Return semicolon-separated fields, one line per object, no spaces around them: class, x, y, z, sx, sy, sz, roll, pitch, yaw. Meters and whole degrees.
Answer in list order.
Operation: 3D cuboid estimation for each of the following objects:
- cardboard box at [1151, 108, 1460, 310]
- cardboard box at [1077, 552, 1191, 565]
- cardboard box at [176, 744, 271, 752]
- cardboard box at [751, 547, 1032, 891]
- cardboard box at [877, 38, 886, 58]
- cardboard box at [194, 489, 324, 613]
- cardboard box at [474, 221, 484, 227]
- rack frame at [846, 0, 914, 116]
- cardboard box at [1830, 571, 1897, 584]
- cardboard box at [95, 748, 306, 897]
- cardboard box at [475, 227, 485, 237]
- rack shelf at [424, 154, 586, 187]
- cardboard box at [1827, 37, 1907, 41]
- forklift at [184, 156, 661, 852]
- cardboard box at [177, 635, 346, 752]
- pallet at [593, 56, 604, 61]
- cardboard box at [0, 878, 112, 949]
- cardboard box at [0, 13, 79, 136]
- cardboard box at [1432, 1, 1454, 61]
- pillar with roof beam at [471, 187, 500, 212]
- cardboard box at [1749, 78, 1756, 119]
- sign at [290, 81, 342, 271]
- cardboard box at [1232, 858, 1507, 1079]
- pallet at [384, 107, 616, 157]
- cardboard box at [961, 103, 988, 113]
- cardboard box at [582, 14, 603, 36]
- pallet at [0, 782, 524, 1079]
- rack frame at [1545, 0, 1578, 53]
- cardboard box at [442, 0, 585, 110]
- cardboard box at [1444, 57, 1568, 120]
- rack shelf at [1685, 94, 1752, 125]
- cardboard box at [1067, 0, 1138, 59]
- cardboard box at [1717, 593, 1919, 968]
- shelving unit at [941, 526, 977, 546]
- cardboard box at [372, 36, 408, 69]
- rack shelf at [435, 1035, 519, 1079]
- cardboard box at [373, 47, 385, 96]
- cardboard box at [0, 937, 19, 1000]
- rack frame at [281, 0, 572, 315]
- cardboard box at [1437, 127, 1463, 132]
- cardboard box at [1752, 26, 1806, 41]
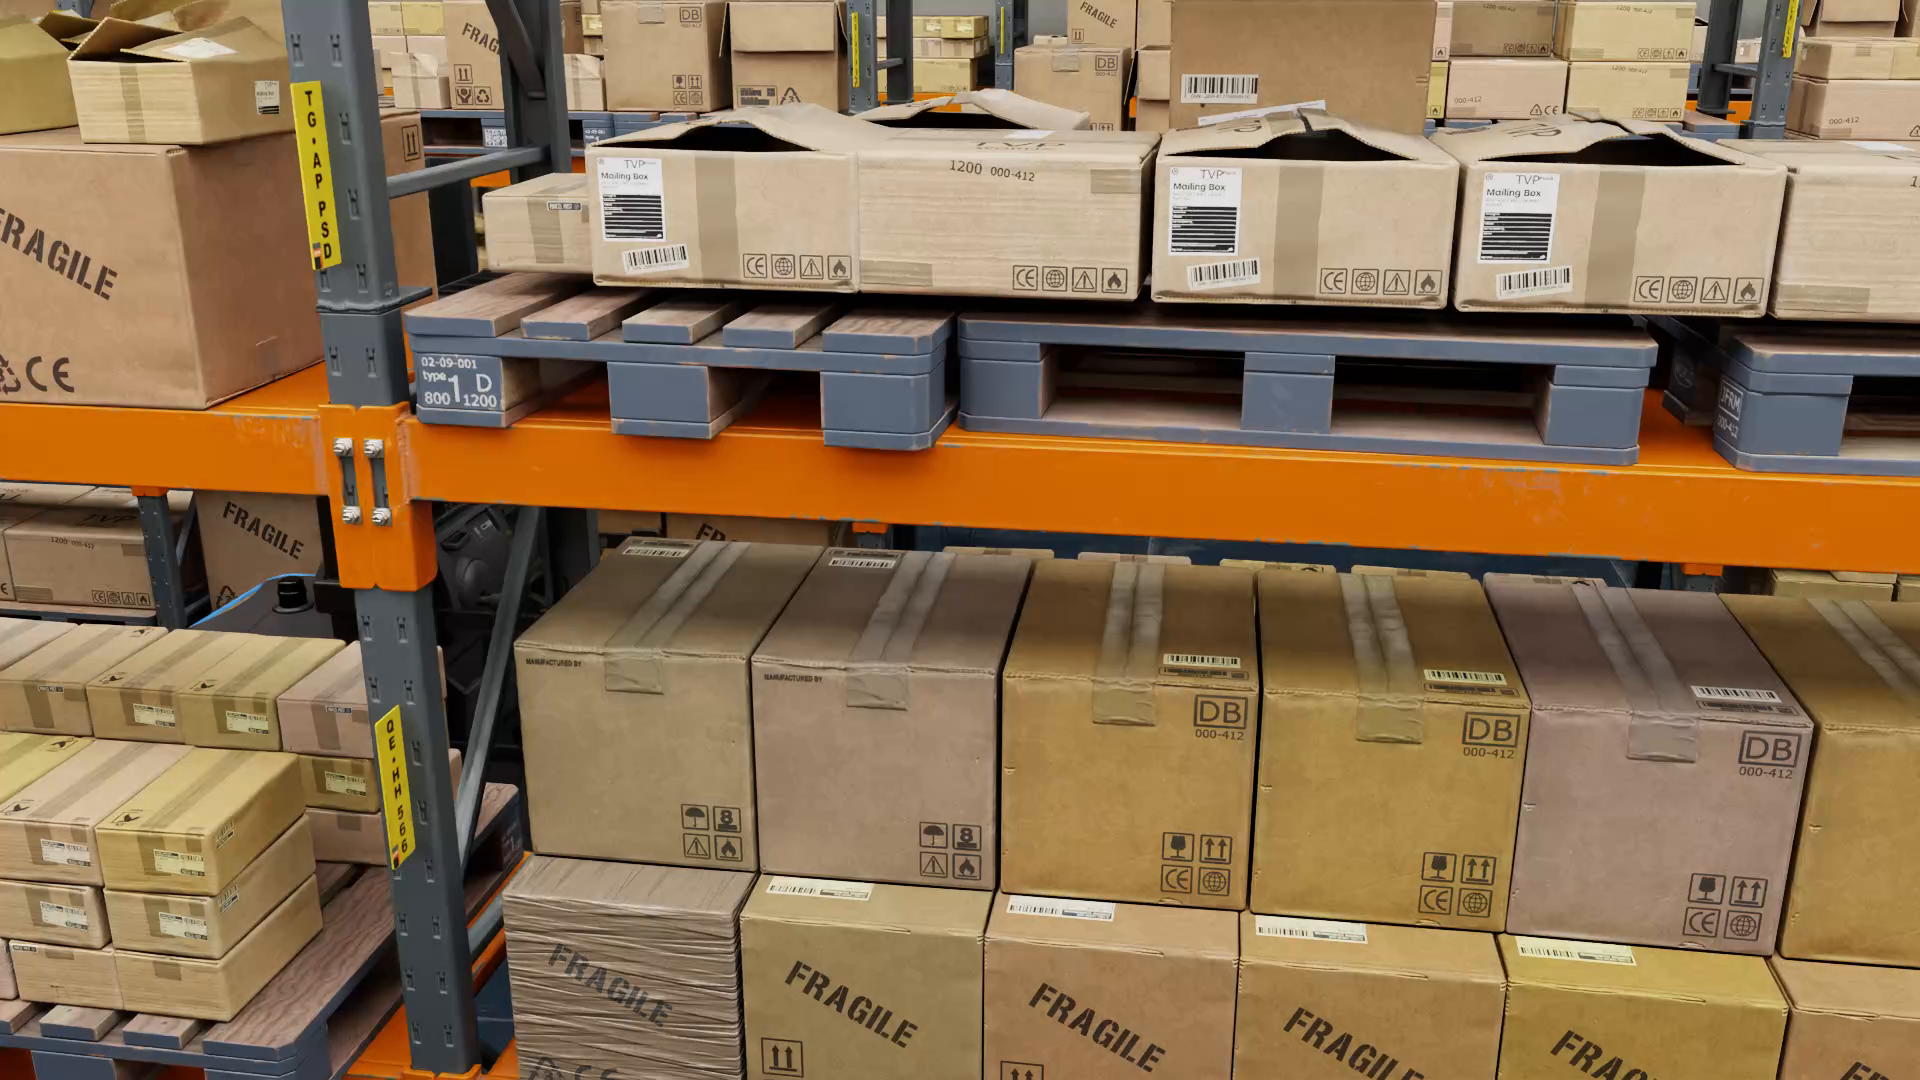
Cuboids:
cardboard box;0.614;-0.627;3.044;0.500;0.311;0.500;3;19;8
cardboard box;0.905;0.401;8.858;0.625;0.372;0.950;3;19;8
cardboard box;-1.781;0.522;4.281;0.250;0.149;0.380;4;19;11
cardboard box;-0.126;0.372;3.729;0.500;0.500;0.700;3;19;8
cardboard box;-0.494;-3.791;12.787;0.250;0.149;0.380;3;19;10
cardboard box;-3.706;-0.099;9.559;0.875;0.875;0.875;4;19;10
cardboard box;-4.089;-2.488;13.780;0.500;0.250;0.500;3;19;10
rack frame;-0.382;-3.558;7.754;0.127;3.000;1.000;3;19;9
cardboard box;4.221;0.070;7.835;0.250;0.149;0.380;3;19;9
cardboard box;-1.624;0.600;3.579;0.250;0.149;0.380;2;19;6
cardboard box;-2.841;-1.436;9.135;0.500;0.500;0.500;3;19;10
rack shelf;-2.356;-1.895;8.645;4.000;0.370;1.077;3;19;9
cardboard box;4.184;-2.256;7.731;0.250;0.149;0.380;2;19;7
forklift;-1.695;-0.003;6.693;3.031;2.935;1.130;3;19;9
cardboard box;-1.758;0.384;4.223;0.250;0.149;0.380;2;19;7
pallet;-2.915;-3.748;13.346;1.003;0.211;1.213;3;19;9
cardboard box;-1.891;0.727;3.668;0.250;0.149;0.380;4;19;11
cardboard box;-2.016;-0.950;3.323;0.258;0.266;0.396;3;19;9
cardboard box;1.964;-2.333;7.607;0.500;0.250;0.500;3;19;10
pillar with roof beam;-4.775;-4.283;9.921;0.400;9.000;9.100;3;19;9
cardboard box;4.048;-2.066;7.790;0.500;0.250;0.500;3;19;8
sign;-1.155;-0.655;2.990;0.005;0.325;0.100;3;19;9
cardboard box;0.825;0.979;3.492;0.500;0.500;0.500;3;19;8
pallet;-2.130;-2.117;8.472;1.213;0.211;1.003;4;19;11
cardboard box;0.155;-1.989;8.006;0.258;0.266;0.396;3;19;9
cardboard box;-2.804;-3.991;12.883;0.250;0.149;0.380;3;19;8
pallet;-1.787;0.932;4.094;1.003;0.211;1.213;3;19;9
rack frame;4.351;-4.912;11.800;0.127;3.000;1.000;3;19;9
cardboard box;-2.168;-2.380;8.141;0.500;0.500;0.500;3;19;9
cardboard box;2.469;-2.073;7.618;0.500;0.250;0.500;3;19;9
rack shelf;6.326;-3.047;12.089;4.000;0.370;1.077;3;19;9
cardboard box;1.079;-3.872;12.442;0.500;0.500;0.500;3;19;9
cardboard box;1.883;0.475;3.424;0.500;0.500;0.700;3;19;8
shelving unit;-0.008;-0.427;11.162;0.210;0.900;0.258;3;19;9
cardboard box;-4.578;-3.930;13.363;0.500;0.250;0.500;2;19;7
rack shelf;0.908;1.285;3.869;4.000;0.370;1.077;3;19;9
cardboard box;-3.427;-2.515;8.843;0.500;0.311;0.500;3;19;9
cardboard box;-2.126;0.857;3.750;0.250;0.149;0.380;3;19;10
rack frame;-1.067;-2.002;3.104;0.127;3.000;1.000;3;19;9
cardboard box;1.069;-0.721;3.397;0.258;0.266;0.396;3;19;9
cardboard box;5.769;-3.502;11.707;0.258;0.266;0.396;2;19;7
